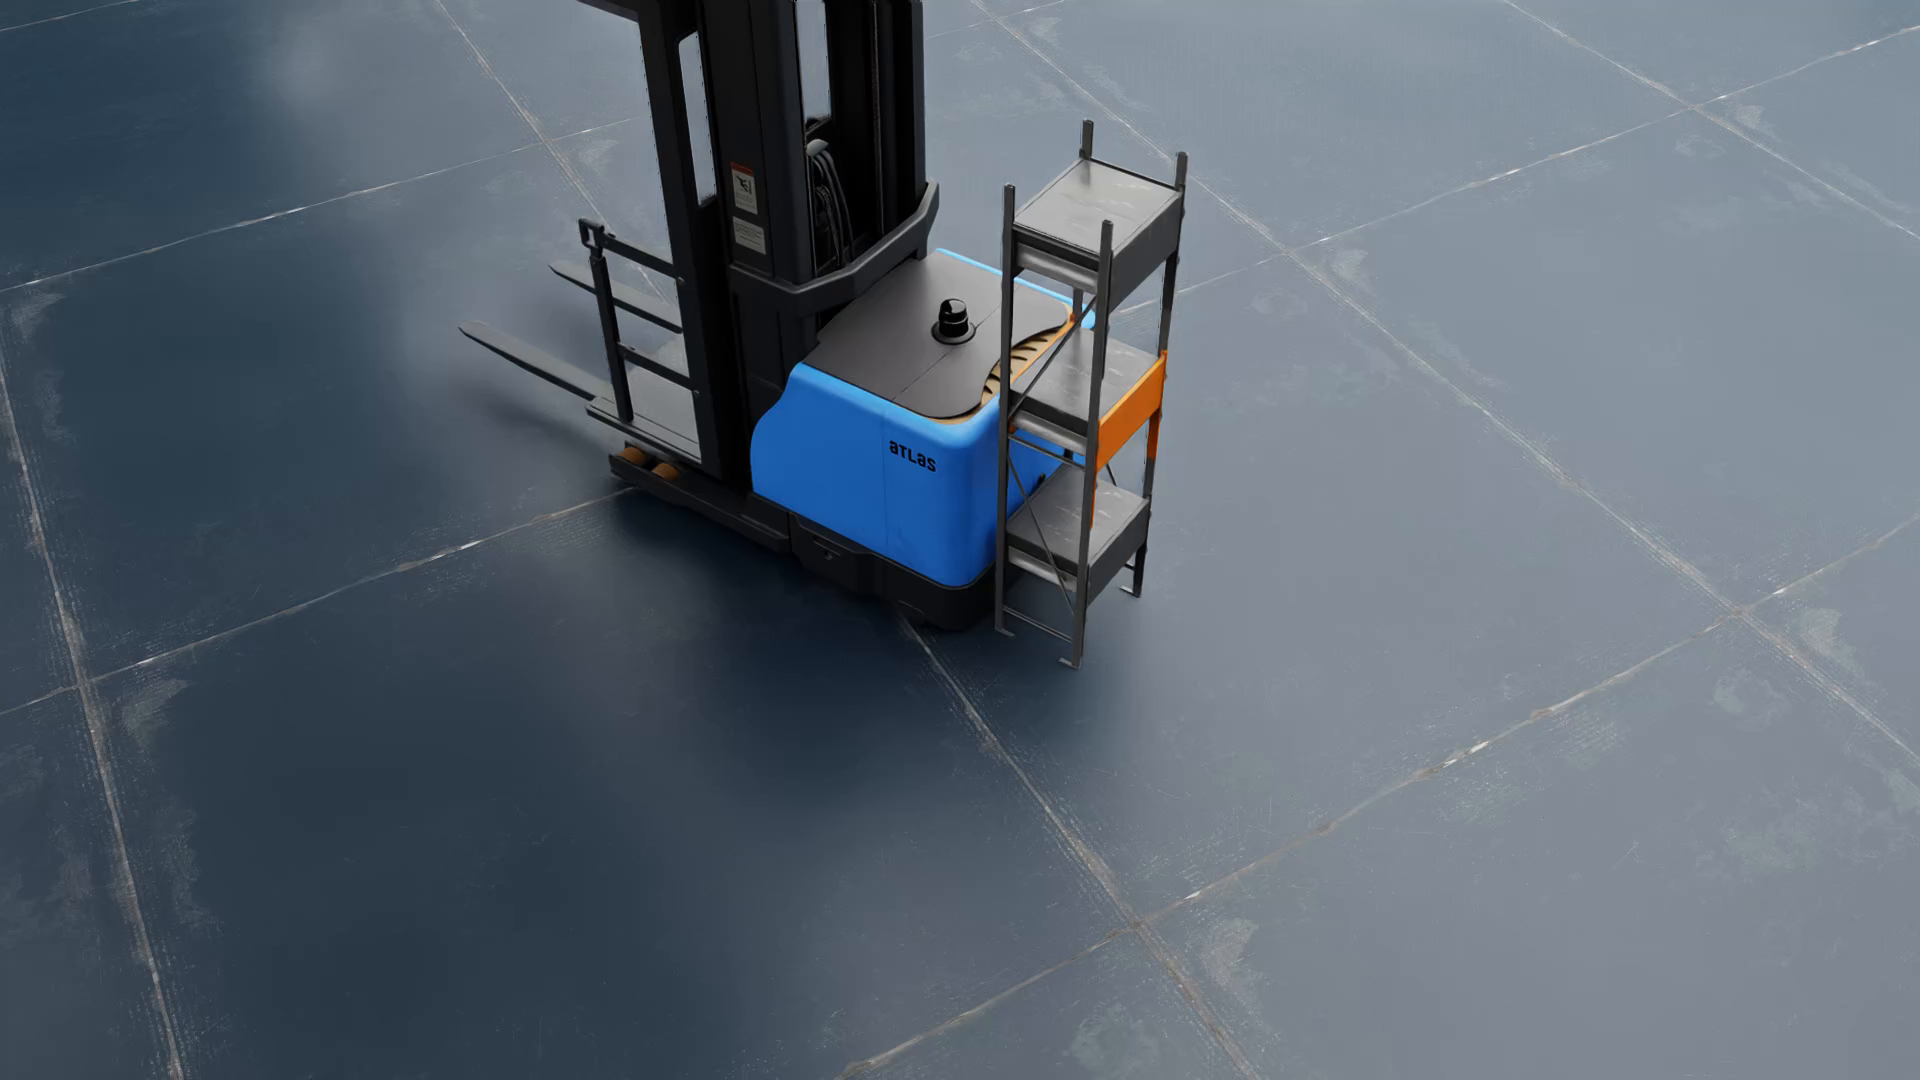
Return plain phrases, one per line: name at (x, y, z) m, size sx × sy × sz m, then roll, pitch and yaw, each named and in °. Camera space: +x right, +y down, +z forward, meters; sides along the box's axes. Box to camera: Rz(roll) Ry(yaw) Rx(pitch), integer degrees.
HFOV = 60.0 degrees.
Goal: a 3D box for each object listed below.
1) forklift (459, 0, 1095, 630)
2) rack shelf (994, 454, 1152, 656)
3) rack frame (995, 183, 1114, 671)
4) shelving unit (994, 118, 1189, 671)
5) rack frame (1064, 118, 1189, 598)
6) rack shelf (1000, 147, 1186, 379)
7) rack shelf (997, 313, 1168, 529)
forklift at (-0.947, -1.503, 6.623) m, size 3.031 × 2.935 × 1.130 m, roll 25°, pitch 50°, yaw 24°
rack shelf at (0.449, 0.059, 6.636) m, size 0.431 × 0.518 × 0.480 m, roll 25°, pitch 50°, yaw 24°
rack frame at (0.311, -0.313, 5.994) m, size 0.400 × 2.100 × 0.015 m, roll 25°, pitch 50°, yaw 24°
shelving unit at (0.449, -0.453, 6.139) m, size 0.431 × 2.100 × 0.503 m, roll 25°, pitch 50°, yaw 24°
rack frame at (0.586, -0.594, 6.283) m, size 0.400 × 2.100 × 0.015 m, roll 25°, pitch 50°, yaw 24°
rack shelf at (0.449, -0.946, 5.661) m, size 0.431 × 0.518 × 0.480 m, roll 25°, pitch 50°, yaw 24°
rack shelf at (0.449, -0.443, 6.148) m, size 0.431 × 0.518 × 0.480 m, roll 25°, pitch 50°, yaw 24°
